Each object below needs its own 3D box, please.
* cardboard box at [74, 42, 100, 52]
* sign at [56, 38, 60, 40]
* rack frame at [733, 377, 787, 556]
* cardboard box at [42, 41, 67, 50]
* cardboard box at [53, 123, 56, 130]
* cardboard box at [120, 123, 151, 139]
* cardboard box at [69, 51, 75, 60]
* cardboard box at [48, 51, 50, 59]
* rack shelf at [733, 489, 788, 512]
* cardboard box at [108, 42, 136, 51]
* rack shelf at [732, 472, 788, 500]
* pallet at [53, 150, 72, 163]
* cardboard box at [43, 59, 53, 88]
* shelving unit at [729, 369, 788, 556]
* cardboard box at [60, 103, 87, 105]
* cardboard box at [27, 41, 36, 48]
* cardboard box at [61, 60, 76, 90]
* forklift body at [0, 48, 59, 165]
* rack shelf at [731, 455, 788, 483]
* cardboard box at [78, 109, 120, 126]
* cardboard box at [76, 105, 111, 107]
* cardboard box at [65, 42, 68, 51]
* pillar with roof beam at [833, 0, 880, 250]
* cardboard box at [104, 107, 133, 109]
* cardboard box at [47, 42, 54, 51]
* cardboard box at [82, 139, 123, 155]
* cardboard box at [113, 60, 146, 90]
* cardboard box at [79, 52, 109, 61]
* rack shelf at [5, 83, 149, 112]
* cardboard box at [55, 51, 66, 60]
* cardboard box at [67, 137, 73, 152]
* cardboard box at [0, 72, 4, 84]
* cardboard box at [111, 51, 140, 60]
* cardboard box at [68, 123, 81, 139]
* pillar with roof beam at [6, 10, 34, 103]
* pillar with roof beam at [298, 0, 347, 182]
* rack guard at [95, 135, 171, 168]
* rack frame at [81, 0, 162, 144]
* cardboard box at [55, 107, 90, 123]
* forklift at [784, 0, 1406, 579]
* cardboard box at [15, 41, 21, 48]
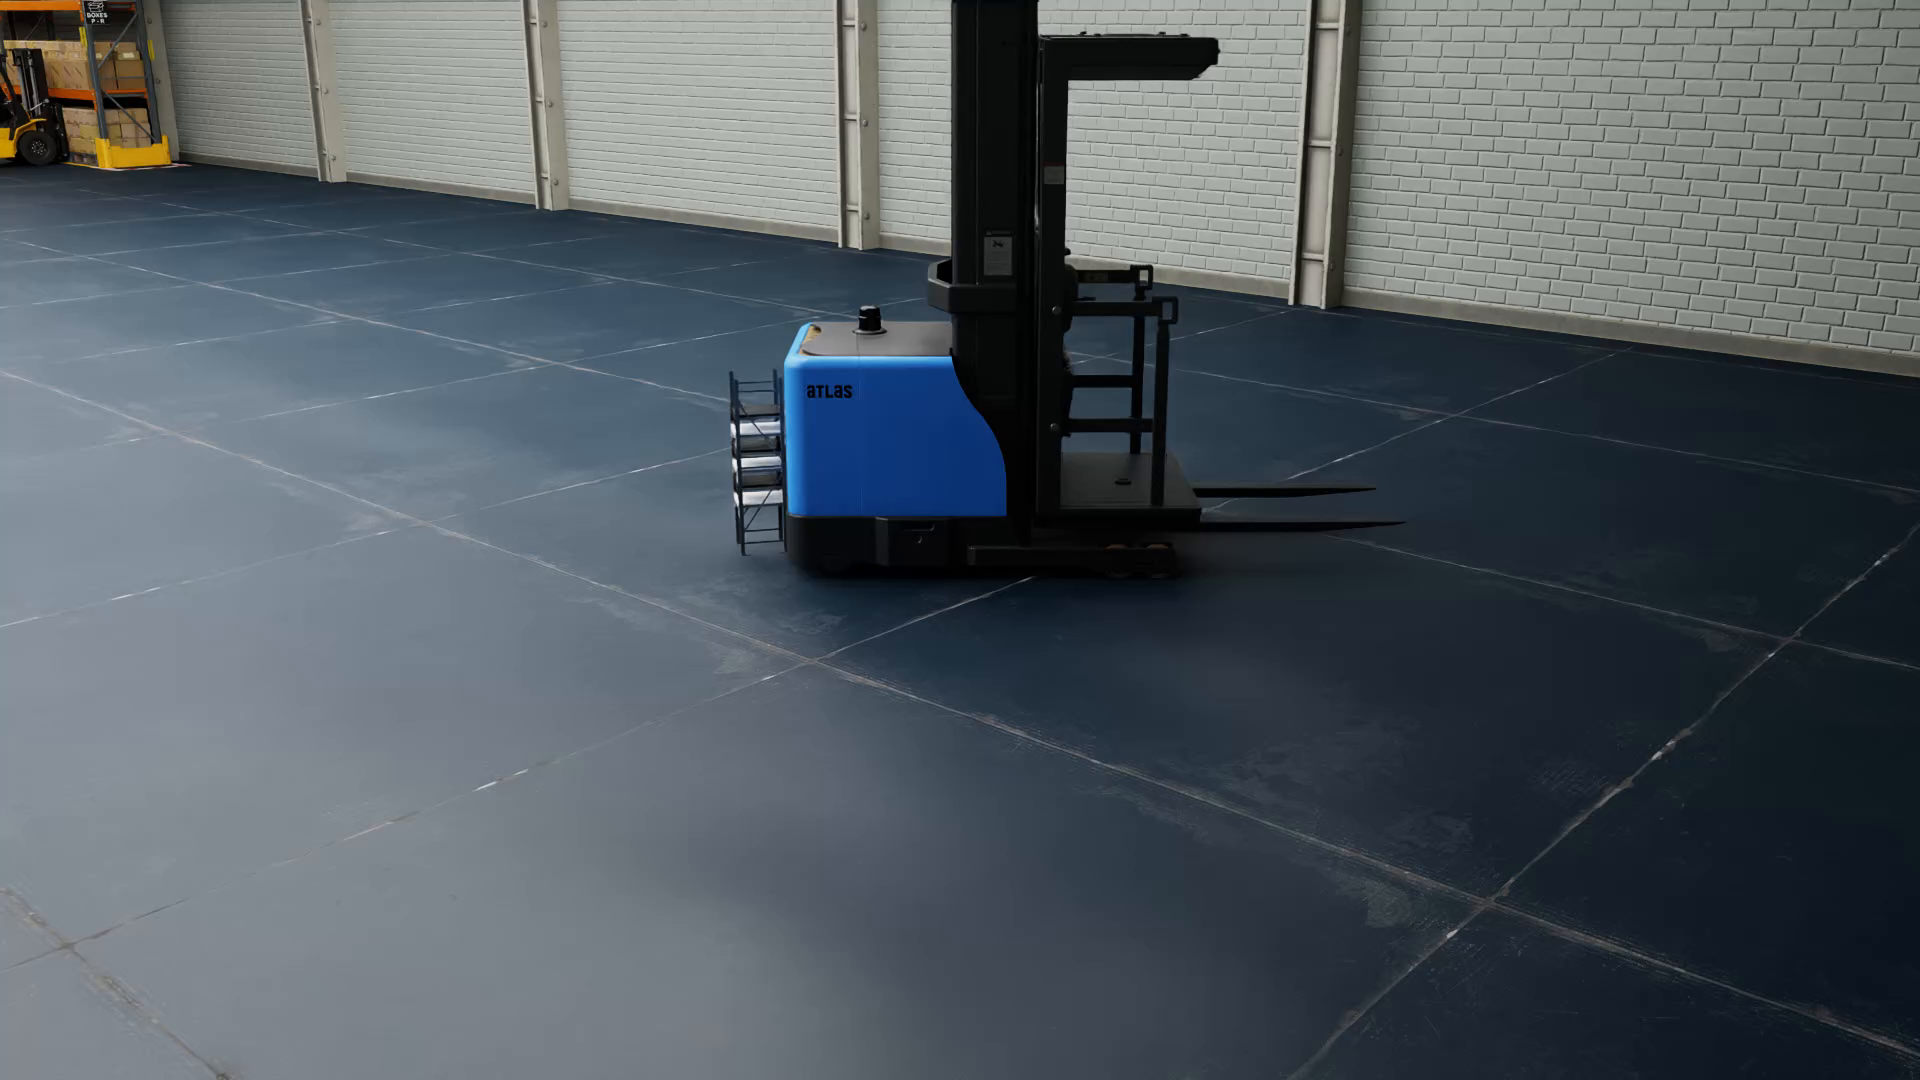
[{"bbox_3d":[-15.322,-8.671,29.247,0.250,0.149,0.380,15,23,39],"label":"cardboard box"},{"bbox_3d":[-17.334,-9.485,31.979,0.005,0.325,0.100,15,23,39],"label":"sign"},{"bbox_3d":[-0.985,-0.360,8.256,0.240,0.900,0.006,-4,18,-13],"label":"rack frame"},{"bbox_3d":[-16.445,-8.990,30.251,0.250,0.149,0.380,15,23,39],"label":"cardboard box"},{"bbox_3d":[-16.421,-7.564,30.513,0.500,0.250,0.500,15,23,39],"label":"cardboard box"},{"bbox_3d":[-14.923,-7.375,29.917,0.500,0.250,0.500,16,23,40],"label":"cardboard box"},{"bbox_3d":[-15.519,-8.580,29.450,0.250,0.149,0.380,16,23,40],"label":"cardboard box"},{"bbox_3d":[-16.257,-8.792,30.118,0.250,0.149,0.380,15,23,39],"label":"cardboard box"},{"bbox_3d":[-1.009,-0.186,8.414,0.258,0.077,0.200,-4,18,-13],"label":"rack shelf"},{"bbox_3d":[-14.819,-8.720,29.401,0.250,0.149,0.380,14,23,38],"label":"cardboard box"},{"bbox_3d":[-1.009,-0.272,8.387,0.258,0.077,0.200,-4,18,-13],"label":"rack shelf"},{"bbox_3d":[-16.217,-7.166,30.843,1.213,0.211,1.003,15,23,39],"label":"pallet"},{"bbox_3d":[-16.400,-8.501,30.273,0.500,0.500,0.500,15,23,40],"label":"cardboard box"},{"bbox_3d":[-1.009,-0.389,8.350,0.258,0.900,0.210,-4,18,-13],"label":"shelving unit"},{"bbox_3d":[-16.816,-8.122,31.443,0.500,0.250,0.500,15,23,38],"label":"cardboard box"},{"bbox_3d":[-16.871,-9.075,30.517,0.250,0.149,0.380,15,23,38],"label":"cardboard box"},{"bbox_3d":[-15.634,-8.299,29.639,0.500,0.500,0.500,16,24,41],"label":"cardboard box"},{"bbox_3d":[-17.339,-7.669,29.222,1.214,2.155,2.313,15,23,39],"label":"forklift body"},{"bbox_3d":[-1.009,-0.358,8.360,0.258,0.077,0.200,-4,18,-13],"label":"rack shelf"},{"bbox_3d":[-15.261,-7.494,29.465,0.500,0.250,0.500,16,24,41],"label":"cardboard box"},{"bbox_3d":[-16.065,-7.918,30.802,0.500,0.250,0.500,14,23,38],"label":"cardboard box"},{"bbox_3d":[-15.673,-8.785,29.604,0.250,0.149,0.380,15,23,40],"label":"cardboard box"},{"bbox_3d":[-4.026,-6.721,14.913,0.400,9.000,9.100,15,23,39],"label":"pillar with roof beam"},{"bbox_3d":[-15.319,-7.711,30.149,0.500,0.250,0.500,15,23,39],"label":"cardboard box"},{"bbox_3d":[-16.138,-8.863,29.849,0.250,0.149,0.380,16,23,40],"label":"cardboard box"},{"bbox_3d":[-15.270,-7.019,29.619,0.500,0.250,0.500,15,23,40],"label":"cardboard box"},{"bbox_3d":[-14.895,-8.316,29.691,0.500,0.500,0.500,16,24,41],"label":"cardboard box"},{"bbox_3d":[-15.155,-8.469,29.101,0.250,0.149,0.380,15,23,40],"label":"cardboard box"},{"bbox_3d":[-16.205,-8.165,30.569,4.000,0.370,1.077,15,23,39],"label":"rack shelf"},{"bbox_3d":[-15.928,-8.675,29.750,0.250,0.149,0.380,14,22,38],"label":"cardboard box"},{"bbox_3d":[-16.004,-7.223,30.264,0.500,0.250,0.500,15,23,40],"label":"cardboard box"},{"bbox_3d":[-18.252,-8.880,31.881,0.500,0.250,0.500,16,23,40],"label":"cardboard box"},{"bbox_3d":[-14.791,-8.590,29.481,0.250,0.149,0.380,14,23,38],"label":"cardboard box"},{"bbox_3d":[-15.649,-7.364,29.882,0.500,0.250,0.500,15,23,39],"label":"cardboard box"},{"bbox_3d":[-21.977,-11.540,30.097,0.400,9.000,9.100,15,23,39],"label":"pillar with roof beam"},{"bbox_3d":[-13.002,-9.131,22.505,0.400,9.000,9.100,15,23,39],"label":"pillar with roof beam"},{"bbox_3d":[-14.691,-6.910,29.558,0.348,0.500,1.175,15,23,39],"label":"rack guard"},{"bbox_3d":[-14.709,-8.106,29.195,0.127,3.000,1.000,15,23,39],"label":"rack frame"},{"bbox_3d":[-16.031,-7.694,30.096,0.500,0.250,0.500,15,23,40],"label":"cardboard box"},{"bbox_3d":[0.674,-1.371,8.085,3.031,2.935,1.130,0,18,0],"label":"forklift"},{"bbox_3d":[-17.392,-9.249,31.066,0.250,0.149,0.380,15,23,40],"label":"cardboard box"}]
